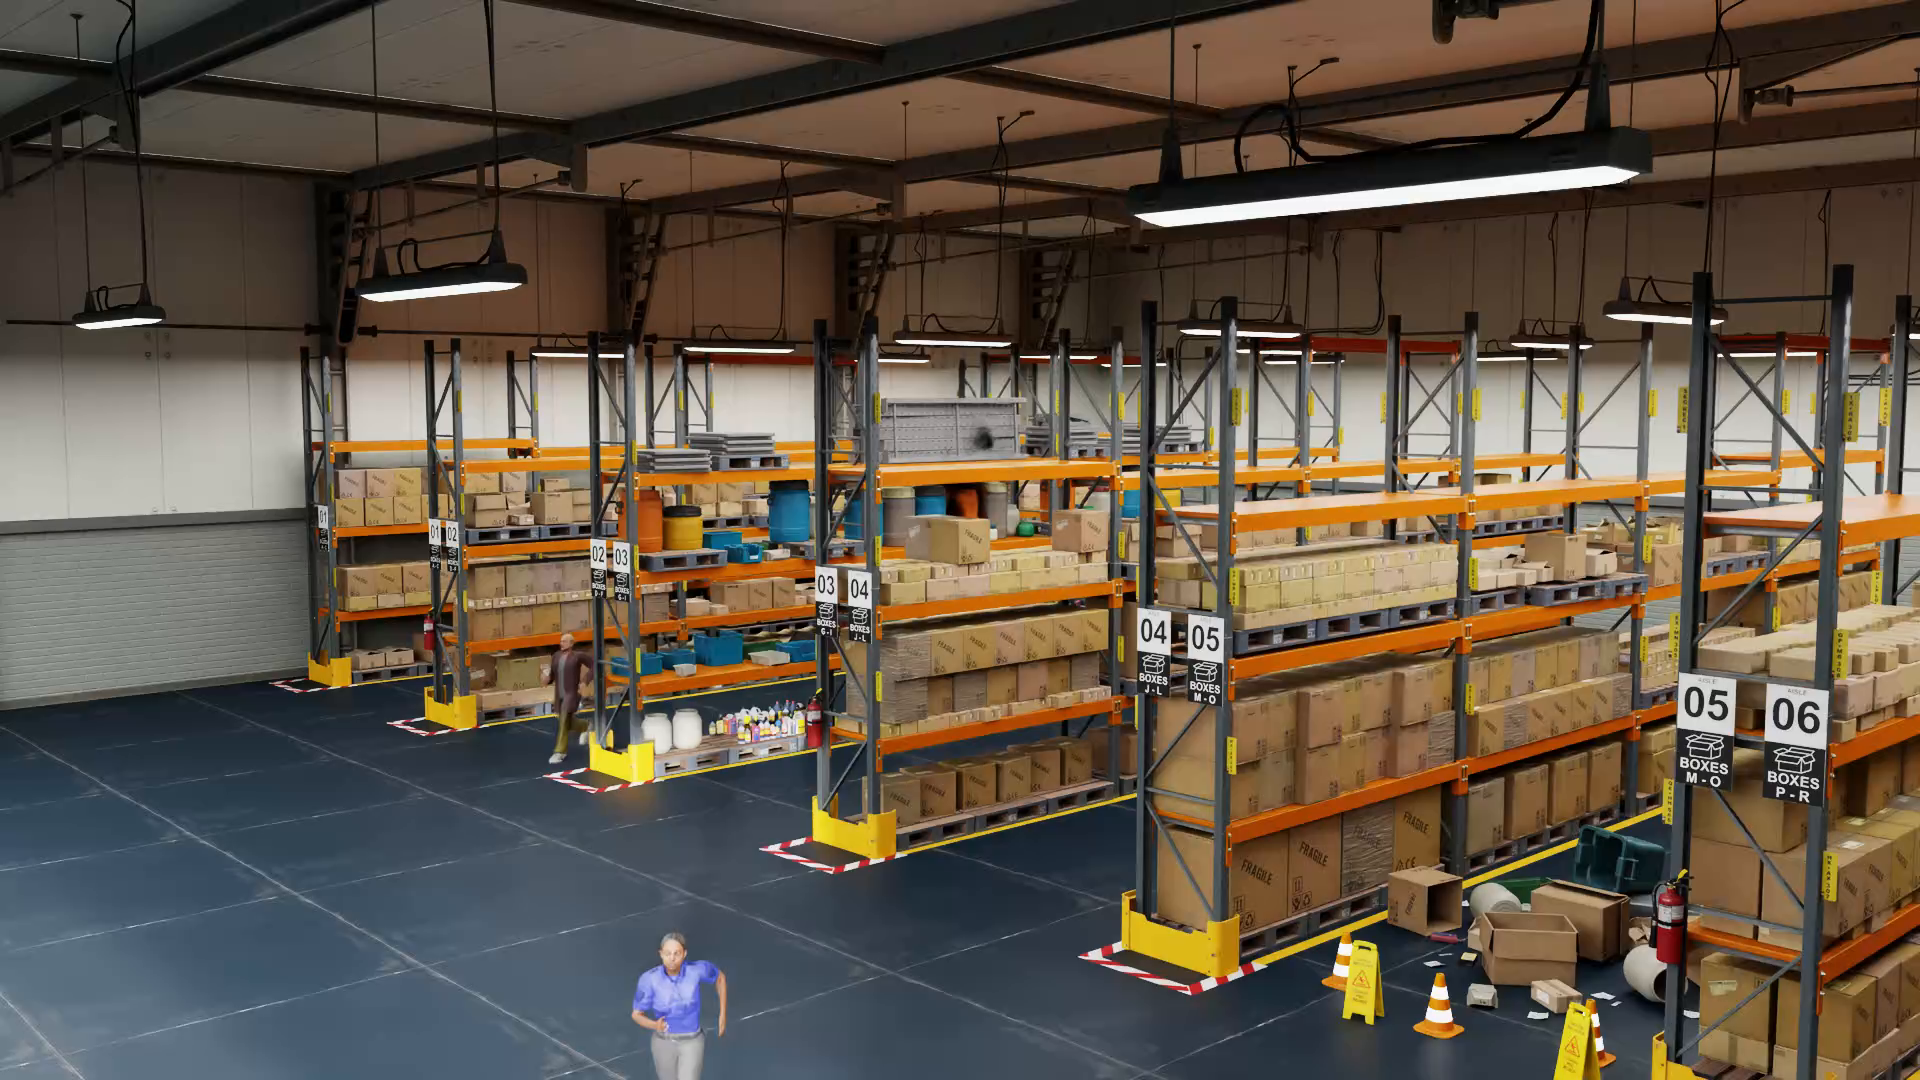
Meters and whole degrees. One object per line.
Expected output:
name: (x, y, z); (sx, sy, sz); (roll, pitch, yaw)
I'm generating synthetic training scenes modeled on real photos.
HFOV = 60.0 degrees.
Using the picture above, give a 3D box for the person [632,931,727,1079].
person: (-1.855, 3.385, 11.021); (0.599, 1.688, 0.835); (0, 5, -4)

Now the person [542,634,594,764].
person: (-5.532, 2.218, 23.647); (0.714, 1.797, 0.994); (3, 6, 27)
